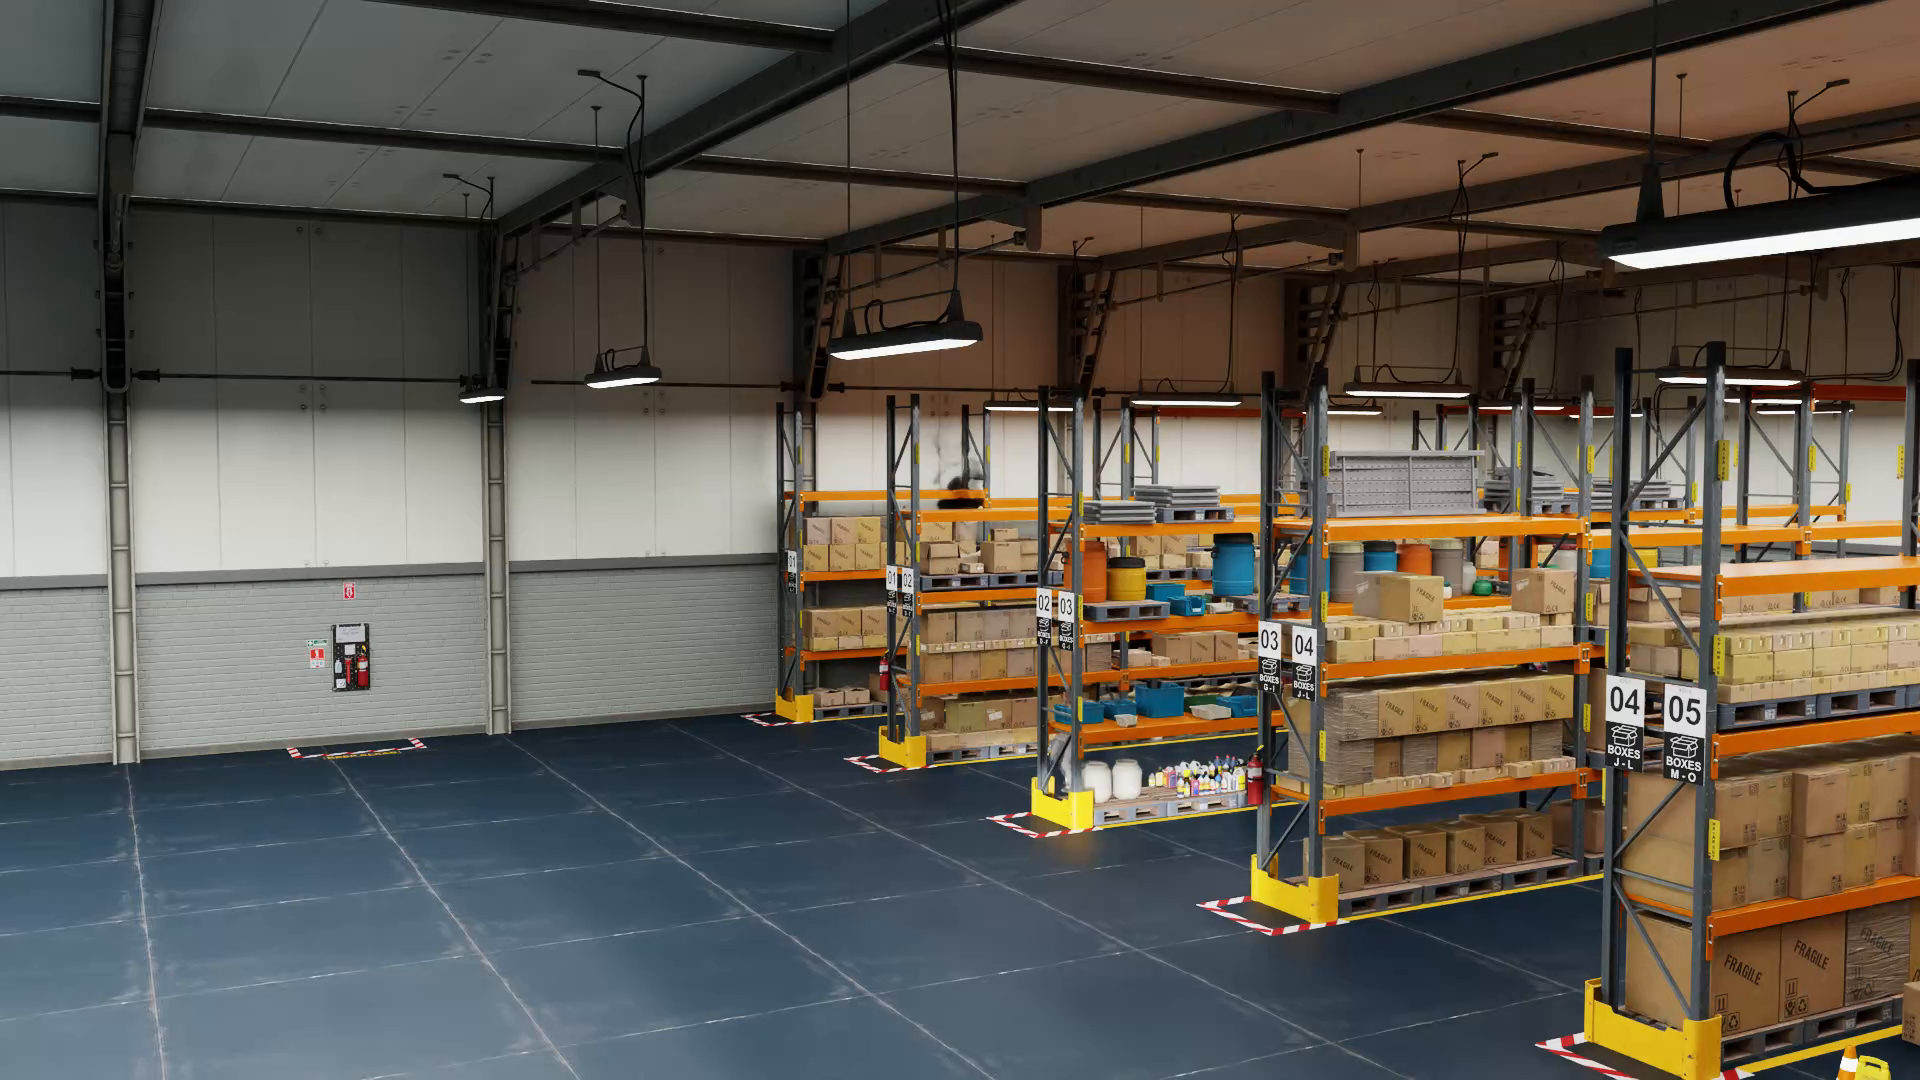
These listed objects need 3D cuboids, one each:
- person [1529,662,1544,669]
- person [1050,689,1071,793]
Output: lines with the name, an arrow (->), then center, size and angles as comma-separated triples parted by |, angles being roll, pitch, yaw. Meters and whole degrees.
person -> 10.701, 2.608, 30.789 | 0.554, 1.660, 0.616 | -3, 4, -40
person -> 1.549, 2.982, 24.723 | 0.540, 1.556, 0.531 | -3, 4, -43
